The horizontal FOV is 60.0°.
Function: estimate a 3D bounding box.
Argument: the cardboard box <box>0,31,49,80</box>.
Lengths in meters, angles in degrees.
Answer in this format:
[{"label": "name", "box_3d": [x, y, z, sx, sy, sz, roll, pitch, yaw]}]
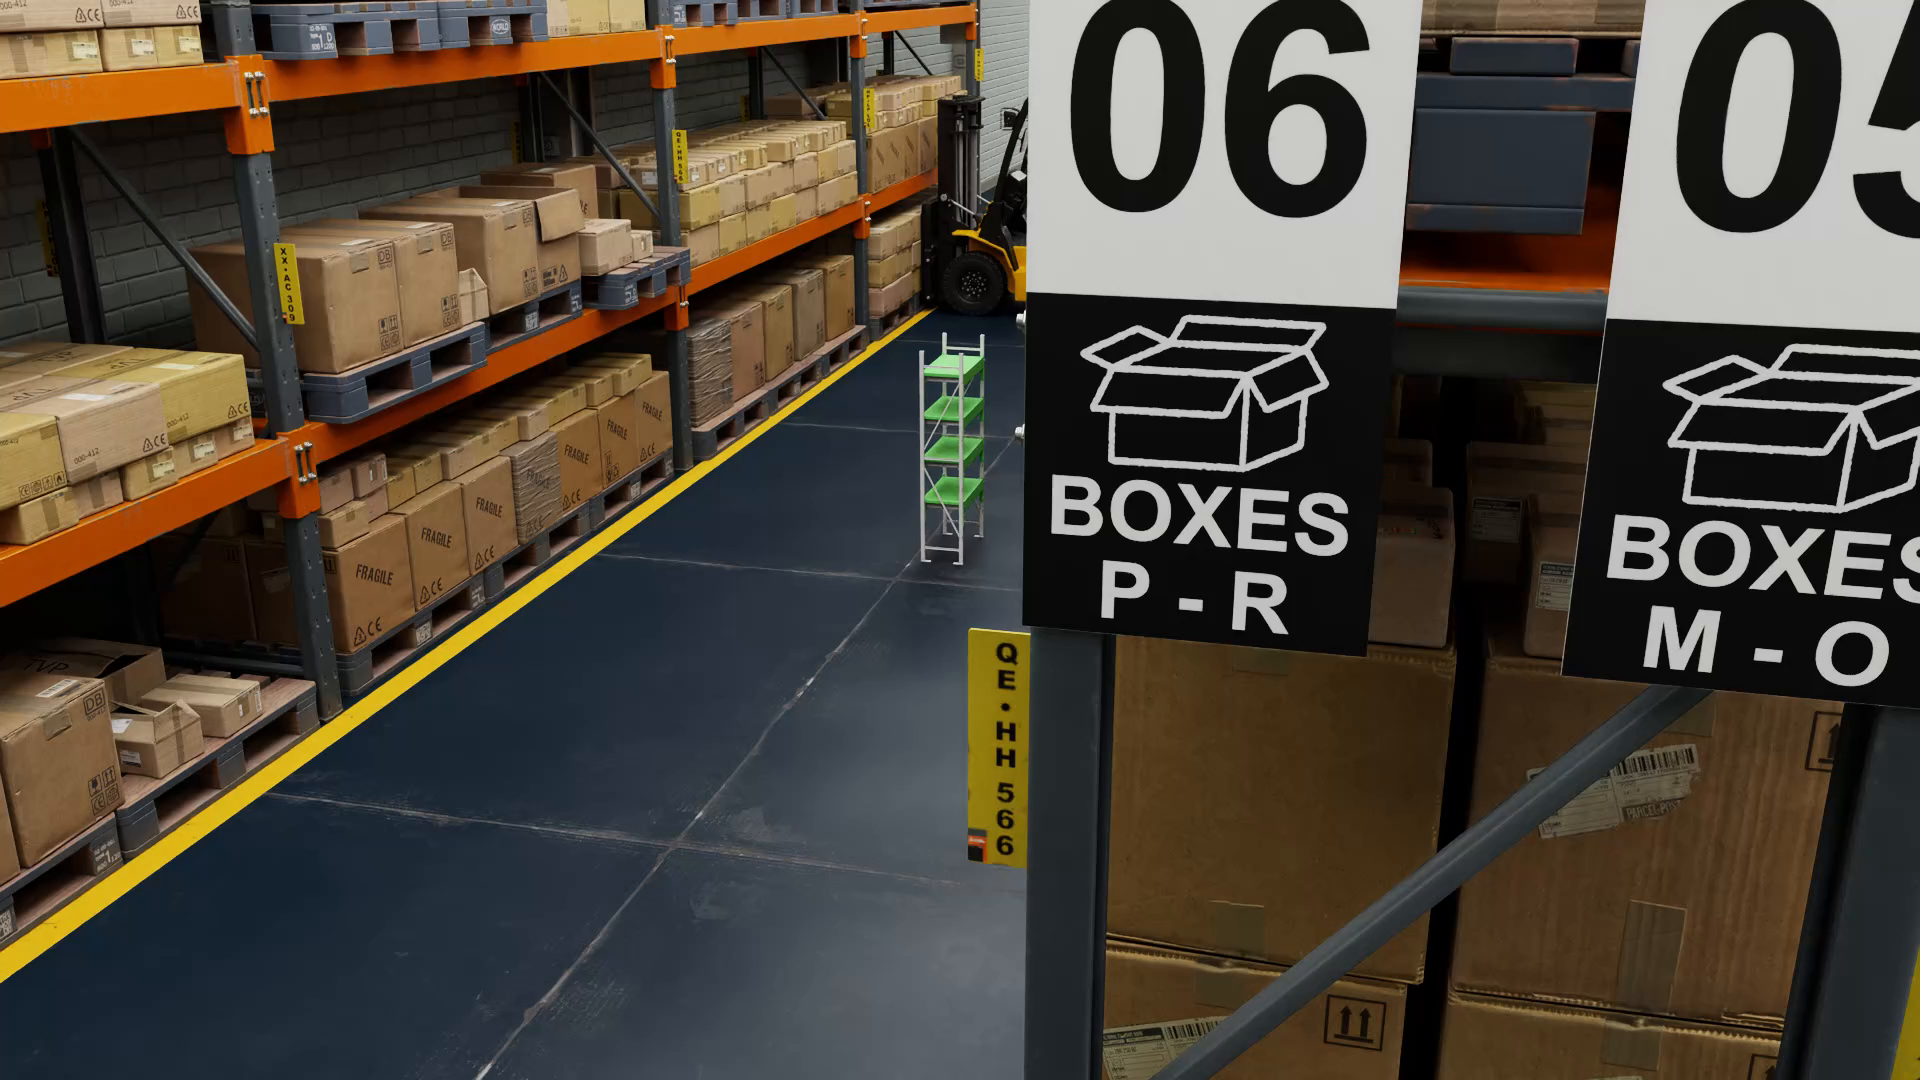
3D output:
[{"label": "cardboard box", "box_3d": [-3.258, -1.598, 5.472, 0.380, 0.149, 0.250, 5, 19, 13]}]

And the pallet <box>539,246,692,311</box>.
[{"label": "pallet", "box_3d": [-2.375, -1.615, 10.071, 1.213, 0.211, 1.003, 5, 19, 13]}]

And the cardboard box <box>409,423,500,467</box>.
[{"label": "cardboard box", "box_3d": [-2.651, -0.498, 8.719, 0.380, 0.149, 0.250, 5, 20, 15]}]

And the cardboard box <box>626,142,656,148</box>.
[{"label": "cardboard box", "box_3d": [-2.205, -2.806, 12.103, 0.380, 0.149, 0.250, 4, 19, 12]}]

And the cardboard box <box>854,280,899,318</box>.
[{"label": "cardboard box", "box_3d": [-0.861, -2.200, 15.092, 0.500, 0.250, 0.500, 5, 19, 14]}]

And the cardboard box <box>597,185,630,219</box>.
[{"label": "cardboard box", "box_3d": [-2.437, -2.252, 11.098, 0.500, 0.250, 0.500, 5, 20, 15]}]

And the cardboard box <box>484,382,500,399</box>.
[{"label": "cardboard box", "box_3d": [-2.938, -0.864, 9.790, 0.380, 0.149, 0.250, 4, 19, 11]}]

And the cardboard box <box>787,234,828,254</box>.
[{"label": "cardboard box", "box_3d": [-1.368, -2.717, 15.060, 0.500, 0.250, 0.500, 5, 20, 14]}]

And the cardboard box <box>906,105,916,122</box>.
[{"label": "cardboard box", "box_3d": [-0.627, -4.009, 15.627, 0.380, 0.149, 0.250, 4, 19, 12]}]

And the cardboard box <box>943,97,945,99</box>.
[{"label": "cardboard box", "box_3d": [-0.364, -4.419, 16.825, 0.380, 0.149, 0.250, 5, 19, 13]}]

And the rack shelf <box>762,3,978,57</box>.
[{"label": "rack shelf", "box_3d": [-0.812, -4.883, 15.815, 1.077, 0.370, 4.000, 5, 19, 13]}]

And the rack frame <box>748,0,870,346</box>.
[{"label": "rack frame", "box_3d": [-1.300, -3.177, 14.348, 1.000, 3.000, 0.127, 5, 19, 13]}]

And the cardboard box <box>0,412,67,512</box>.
[{"label": "cardboard box", "box_3d": [-3.386, -0.247, 5.542, 0.500, 0.250, 0.500, 5, 19, 13]}]

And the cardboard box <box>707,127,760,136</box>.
[{"label": "cardboard box", "box_3d": [-1.815, -3.198, 13.252, 0.380, 0.149, 0.250, 4, 19, 13]}]

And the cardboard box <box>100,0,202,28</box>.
[{"label": "cardboard box", "box_3d": [-3.130, -1.988, 5.998, 0.500, 0.250, 0.500, 5, 19, 14]}]

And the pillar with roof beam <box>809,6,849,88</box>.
[{"label": "pillar with roof beam", "box_3d": [2.807, -6.783, 15.623, 9.100, 9.000, 0.400, 5, 19, 13]}]

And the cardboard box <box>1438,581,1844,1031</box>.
[{"label": "cardboard box", "box_3d": [0.975, 0.327, 2.389, 0.500, 0.500, 0.500, 4, 19, 12]}]

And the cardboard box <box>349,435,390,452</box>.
[{"label": "cardboard box", "box_3d": [-3.178, -0.455, 8.592, 0.380, 0.149, 0.250, 5, 20, 15]}]

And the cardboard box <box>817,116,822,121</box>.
[{"label": "cardboard box", "box_3d": [-1.443, -3.734, 14.820, 0.380, 0.149, 0.250, 4, 19, 12]}]

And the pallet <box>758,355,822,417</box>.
[{"label": "pallet", "box_3d": [-1.739, -1.240, 12.991, 1.003, 0.211, 1.213, 5, 19, 13]}]

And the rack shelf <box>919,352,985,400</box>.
[{"label": "rack shelf", "box_3d": [-0.040, -0.910, 9.207, 0.258, 0.148, 0.480, 5, 19, 13]}]

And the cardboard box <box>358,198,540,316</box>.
[{"label": "cardboard box", "box_3d": [-2.602, -1.458, 8.511, 0.700, 0.500, 0.500, 5, 19, 13]}]

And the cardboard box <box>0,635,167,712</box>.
[{"label": "cardboard box", "box_3d": [-3.646, 0.592, 6.822, 0.500, 0.311, 0.500, 5, 20, 15]}]

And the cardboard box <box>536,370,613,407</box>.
[{"label": "cardboard box", "box_3d": [-2.296, -0.904, 9.908, 0.380, 0.149, 0.250, 4, 19, 12]}]

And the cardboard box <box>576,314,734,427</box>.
[{"label": "cardboard box", "box_3d": [-2.112, -1.193, 11.563, 0.875, 0.625, 0.625, 5, 20, 15]}]

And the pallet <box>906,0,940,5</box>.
[{"label": "pallet", "box_3d": [-0.817, -5.205, 15.783, 1.003, 0.211, 1.213, 5, 19, 13]}]

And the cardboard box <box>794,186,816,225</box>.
[{"label": "cardboard box", "box_3d": [-1.438, -2.616, 12.939, 0.500, 0.250, 0.500, 5, 19, 14]}]

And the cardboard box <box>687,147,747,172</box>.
[{"label": "cardboard box", "box_3d": [-1.728, -2.685, 11.749, 0.380, 0.149, 0.250, 5, 19, 14]}]

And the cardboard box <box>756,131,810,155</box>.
[{"label": "cardboard box", "box_3d": [-1.385, -3.082, 12.911, 0.380, 0.149, 0.250, 4, 19, 12]}]

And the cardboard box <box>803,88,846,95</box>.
[{"label": "cardboard box", "box_3d": [-1.279, -4.119, 15.486, 0.380, 0.149, 0.250, 4, 19, 12]}]

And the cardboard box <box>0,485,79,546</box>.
[{"label": "cardboard box", "box_3d": [-3.296, -0.102, 5.734, 0.380, 0.149, 0.250, 4, 19, 13]}]

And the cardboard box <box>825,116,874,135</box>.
[{"label": "cardboard box", "box_3d": [-0.967, -3.610, 14.459, 0.380, 0.149, 0.250, 4, 19, 13]}]

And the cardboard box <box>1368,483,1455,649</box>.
[{"label": "cardboard box", "box_3d": [0.475, 0.019, 2.286, 0.380, 0.149, 0.250, 5, 19, 14]}]

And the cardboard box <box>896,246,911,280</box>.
[{"label": "cardboard box", "box_3d": [-0.762, -2.596, 15.479, 0.500, 0.250, 0.500, 5, 19, 13]}]

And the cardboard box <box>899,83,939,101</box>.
[{"label": "cardboard box", "box_3d": [-0.421, -4.389, 16.278, 0.380, 0.149, 0.250, 5, 19, 14]}]

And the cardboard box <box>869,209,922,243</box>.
[{"label": "cardboard box", "box_3d": [-0.633, -2.991, 15.861, 0.500, 0.250, 0.500, 5, 20, 15]}]

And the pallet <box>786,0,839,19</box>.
[{"label": "pallet", "box_3d": [-1.503, -4.229, 13.082, 0.805, 0.209, 1.217, 4, 19, 11]}]

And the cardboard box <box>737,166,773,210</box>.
[{"label": "cardboard box", "box_3d": [-1.663, -2.528, 11.907, 0.500, 0.250, 0.500, 4, 19, 12]}]

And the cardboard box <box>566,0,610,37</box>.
[{"label": "cardboard box", "box_3d": [-2.290, -2.934, 9.229, 0.500, 0.250, 0.500, 5, 19, 14]}]

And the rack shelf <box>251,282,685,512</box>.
[{"label": "rack shelf", "box_3d": [-2.766, -0.956, 8.959, 1.077, 0.370, 4.000, 5, 19, 13]}]

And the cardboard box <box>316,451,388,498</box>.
[{"label": "cardboard box", "box_3d": [-2.892, -0.310, 7.708, 0.380, 0.149, 0.250, 4, 19, 11]}]

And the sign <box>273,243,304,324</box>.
[{"label": "sign", "box_3d": [-2.727, -1.039, 6.749, 0.100, 0.325, 0.005, 5, 19, 13]}]

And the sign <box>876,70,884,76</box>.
[{"label": "sign", "box_3d": [-0.860, -4.924, 18.000, 0.100, 0.325, 0.005, 5, 19, 13]}]

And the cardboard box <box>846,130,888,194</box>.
[{"label": "cardboard box", "box_3d": [-0.939, -3.343, 14.679, 0.500, 0.500, 0.500, 4, 19, 12]}]

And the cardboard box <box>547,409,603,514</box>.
[{"label": "cardboard box", "box_3d": [-2.430, -0.469, 9.639, 0.500, 0.500, 0.500, 6, 20, 16]}]

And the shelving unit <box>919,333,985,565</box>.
[{"label": "shelving unit", "box_3d": [-0.040, -0.516, 9.342, 0.258, 1.200, 0.503, 5, 19, 13]}]

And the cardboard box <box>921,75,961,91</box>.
[{"label": "cardboard box", "box_3d": [-0.206, -4.797, 17.472, 0.380, 0.149, 0.250, 5, 19, 14]}]

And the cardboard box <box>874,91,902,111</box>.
[{"label": "cardboard box", "box_3d": [-0.742, -3.991, 15.113, 0.380, 0.149, 0.250, 5, 20, 15]}]

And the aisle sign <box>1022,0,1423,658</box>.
[{"label": "aisle sign", "box_3d": [0.264, -0.257, 1.778, 0.394, 0.787, 0.004, 5, 19, 13]}]

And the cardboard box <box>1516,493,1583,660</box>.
[{"label": "cardboard box", "box_3d": [0.937, 0.058, 2.172, 0.380, 0.149, 0.250, 5, 20, 15]}]

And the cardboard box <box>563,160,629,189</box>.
[{"label": "cardboard box", "box_3d": [-2.394, -2.396, 10.902, 0.380, 0.149, 0.250, 5, 20, 15]}]

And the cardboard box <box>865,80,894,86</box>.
[{"label": "cardboard box", "box_3d": [-0.875, -4.513, 16.642, 0.380, 0.149, 0.250, 5, 20, 15]}]

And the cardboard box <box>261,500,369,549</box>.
[{"label": "cardboard box", "box_3d": [-2.909, -0.084, 7.506, 0.380, 0.149, 0.250, 6, 20, 16]}]
